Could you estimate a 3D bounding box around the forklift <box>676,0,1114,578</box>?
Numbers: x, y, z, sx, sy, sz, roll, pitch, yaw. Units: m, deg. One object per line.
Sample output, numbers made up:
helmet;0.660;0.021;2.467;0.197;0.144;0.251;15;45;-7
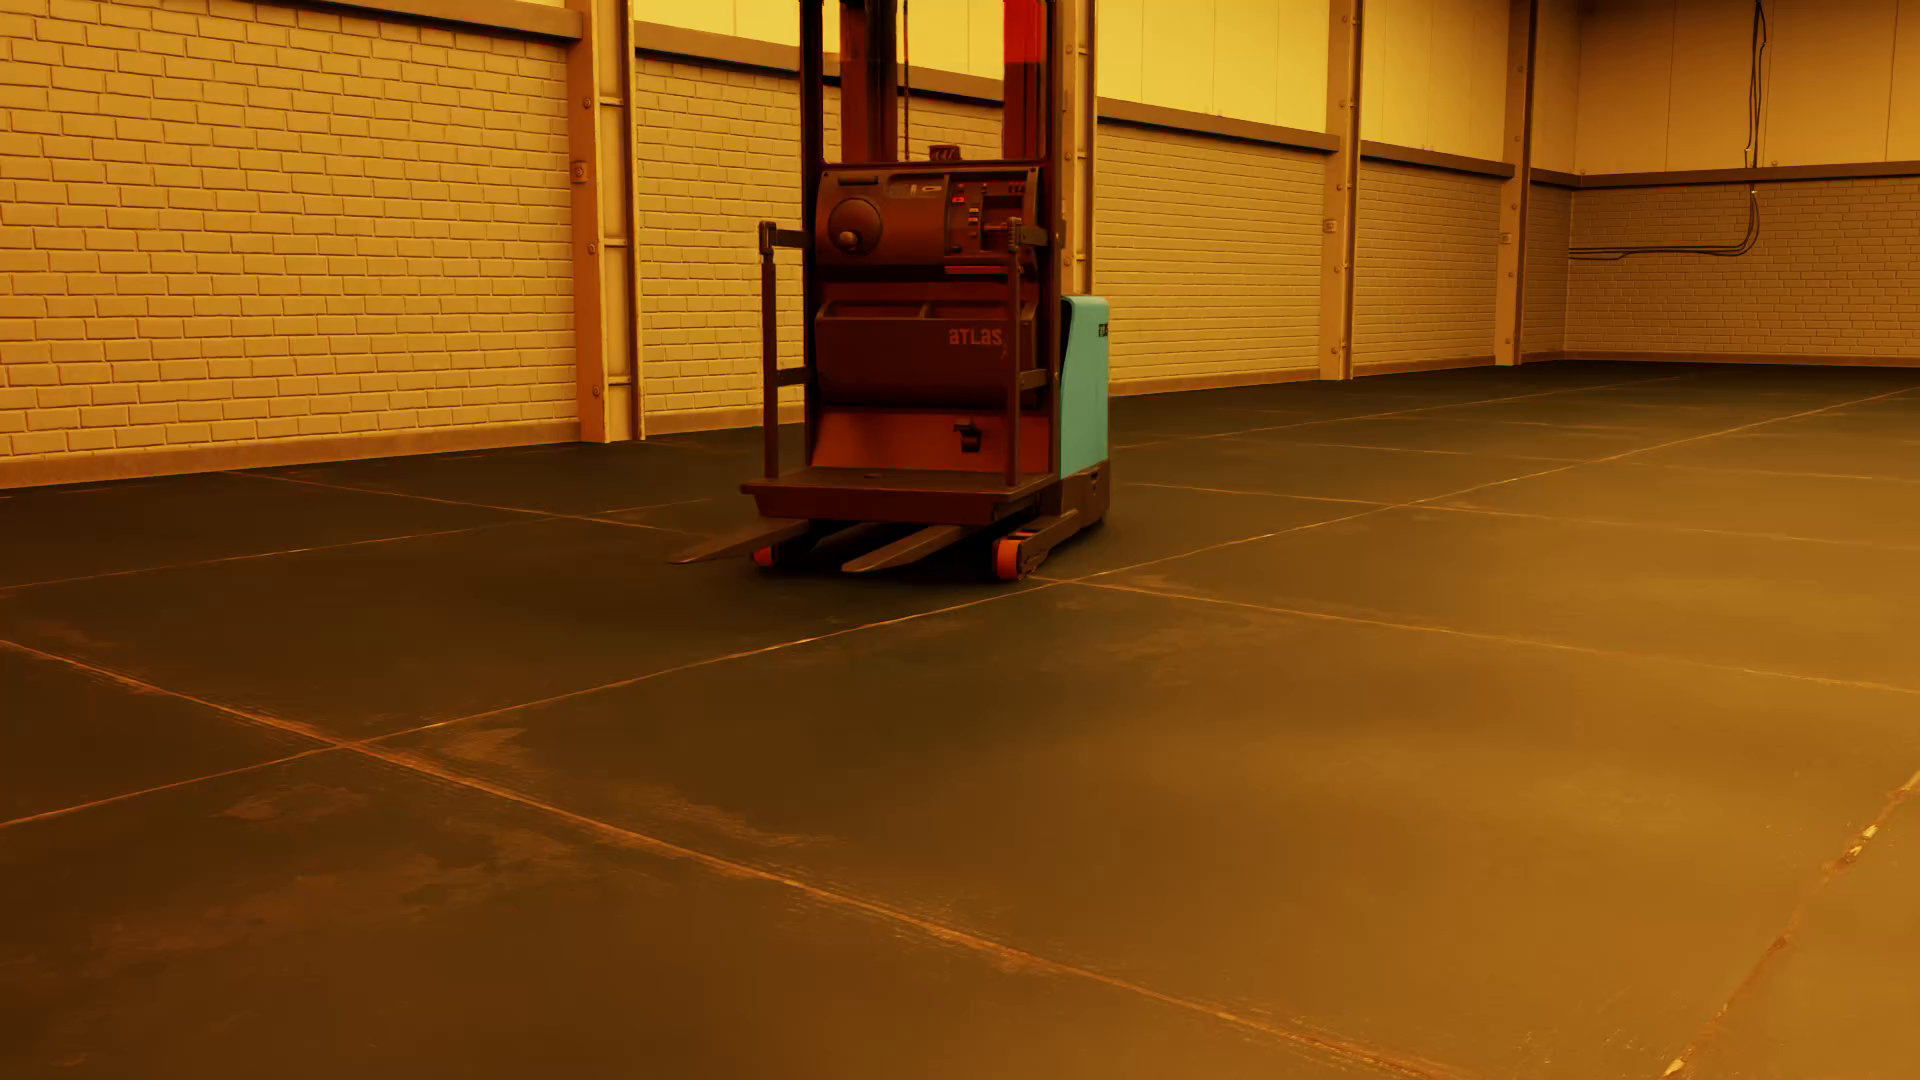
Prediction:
forklift;-0.176;-1.366;6.616;1.130;2.935;3.031;3;9;17
